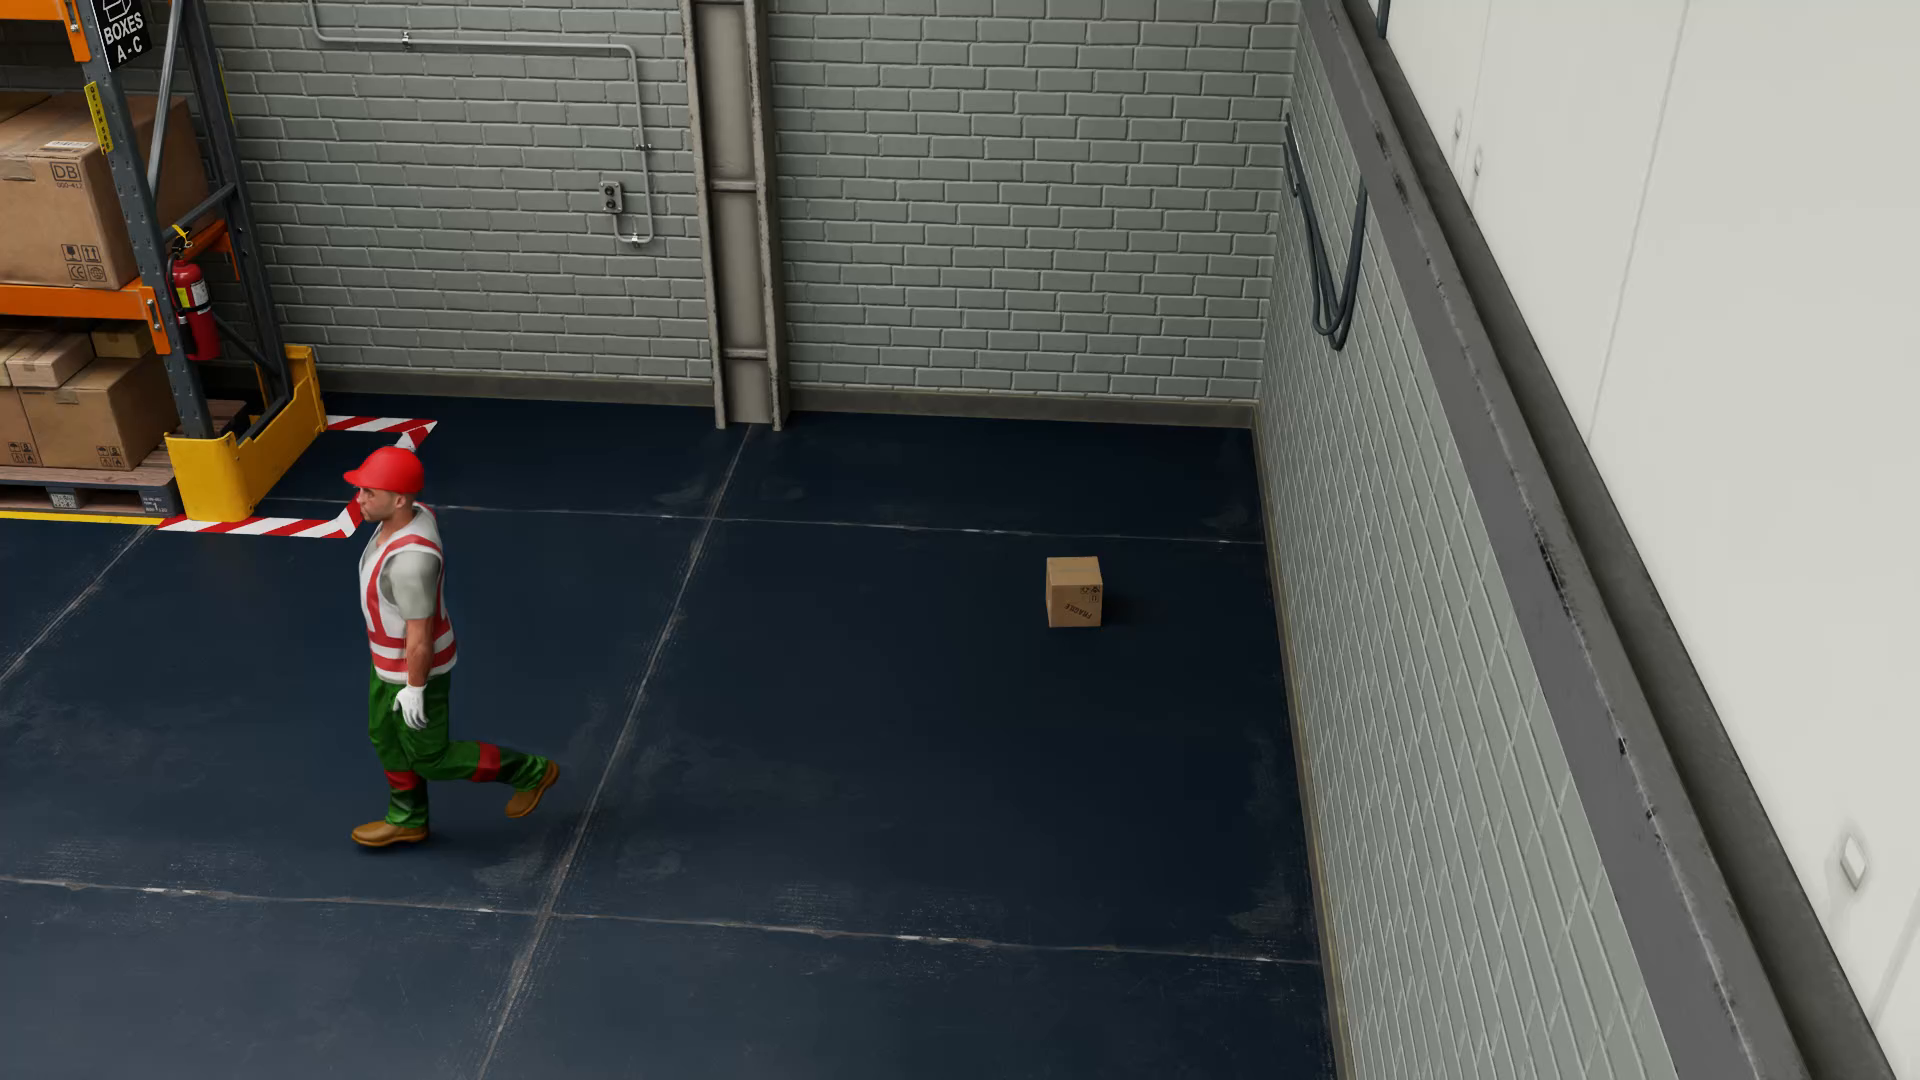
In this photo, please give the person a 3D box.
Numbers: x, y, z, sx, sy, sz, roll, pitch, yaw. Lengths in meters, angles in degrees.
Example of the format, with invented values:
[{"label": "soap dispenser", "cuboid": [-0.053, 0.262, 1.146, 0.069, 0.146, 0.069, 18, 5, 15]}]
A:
[{"label": "person", "cuboid": [-2.049, 0.444, 6.376, 0.842, 1.766, 0.555, -12, 34, -18]}]
